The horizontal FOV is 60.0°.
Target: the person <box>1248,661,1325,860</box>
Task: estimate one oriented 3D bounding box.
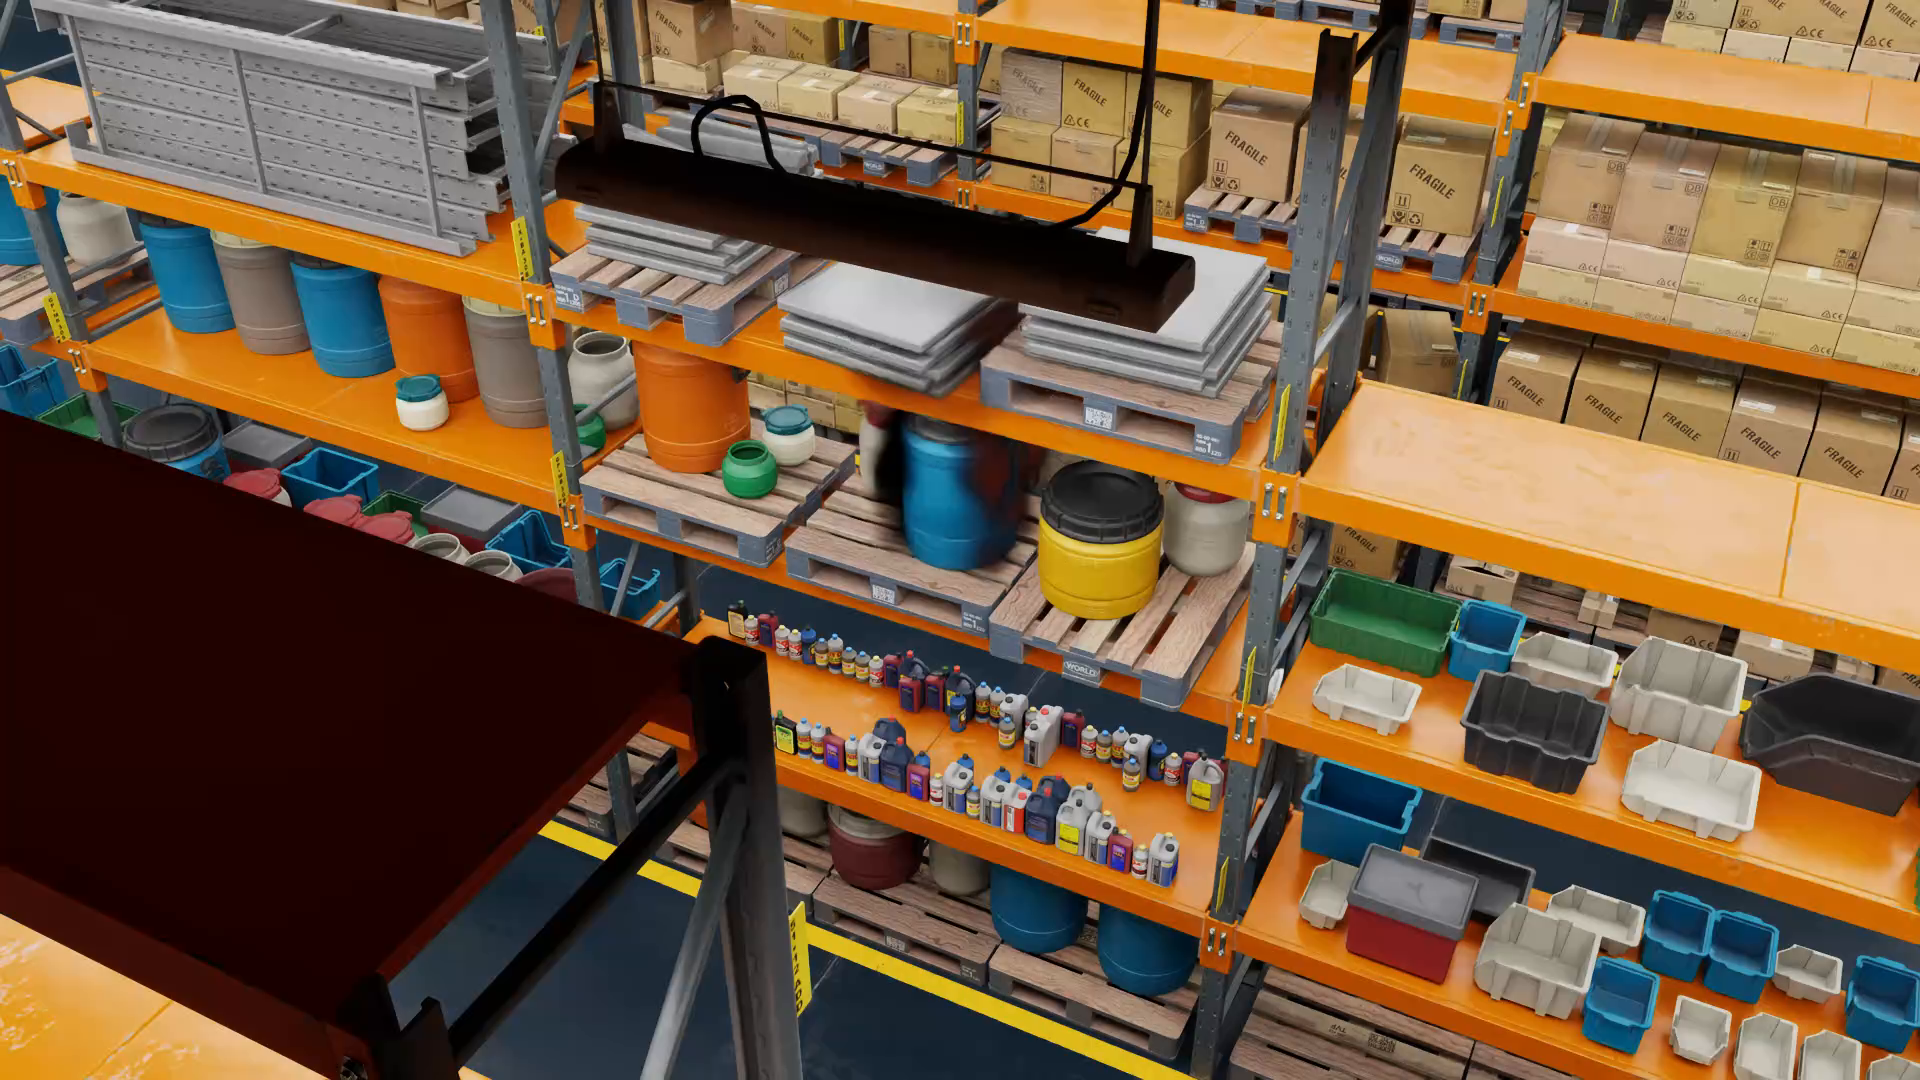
[{"bbox_3d":[2.066,1.323,10.488,0.540,1.680,0.397,10,36,14],"label":"person"}]

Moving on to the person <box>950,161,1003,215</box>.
[{"bbox_3d":[0.154,-3.670,17.575,0.617,1.756,0.598,-27,43,-33],"label":"person"}]
